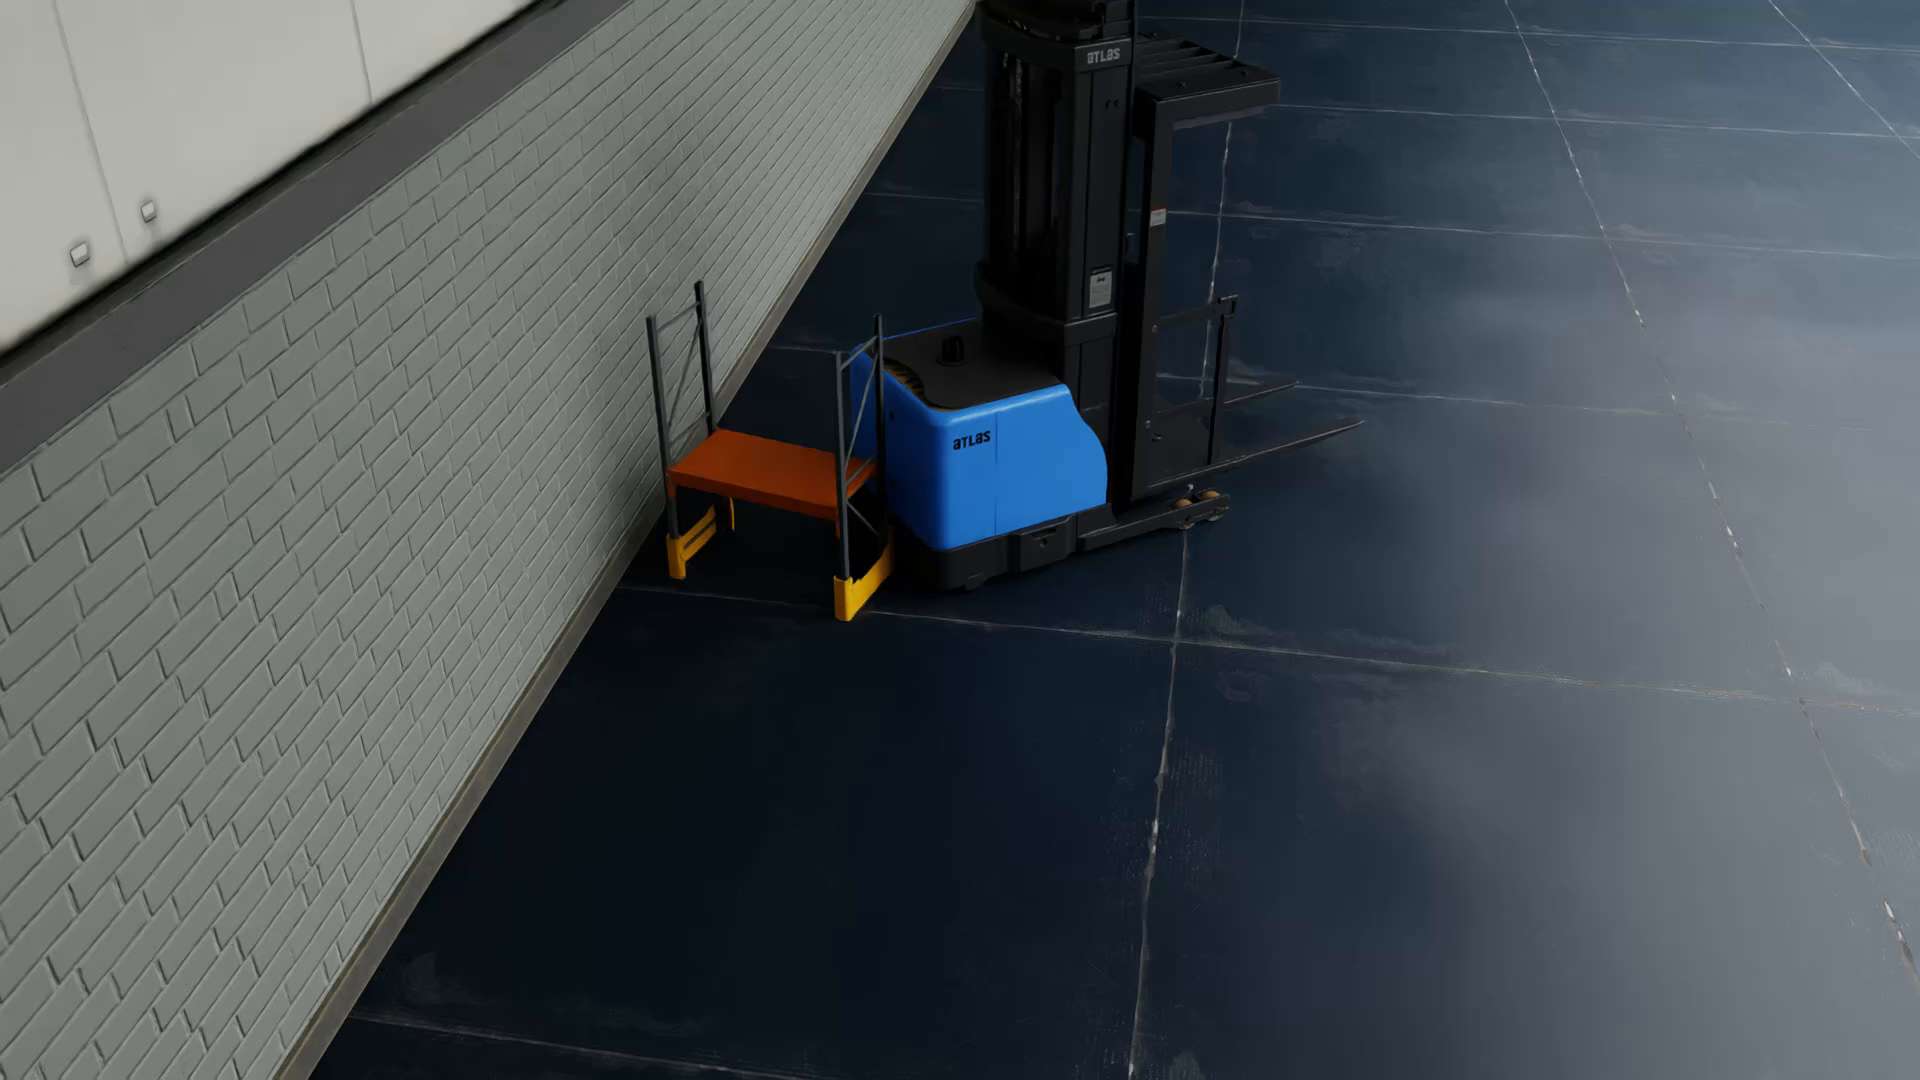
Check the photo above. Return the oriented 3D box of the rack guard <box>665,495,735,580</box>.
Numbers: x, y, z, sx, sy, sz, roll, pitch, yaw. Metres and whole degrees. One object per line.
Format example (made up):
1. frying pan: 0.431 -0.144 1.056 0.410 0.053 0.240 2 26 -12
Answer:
1. rack guard: -1.413 -0.041 9.080 0.087 0.250 0.587 13 34 20

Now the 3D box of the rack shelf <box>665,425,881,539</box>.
1. rack shelf: -0.964 -0.315 8.679 1.000 0.185 0.538 13 34 20

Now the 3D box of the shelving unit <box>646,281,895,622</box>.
1. shelving unit: -0.956 -0.466 8.581 1.083 1.500 0.587 13 34 20

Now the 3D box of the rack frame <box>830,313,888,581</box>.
1. rack frame: -0.497 -0.361 8.413 0.032 1.500 0.500 13 34 20

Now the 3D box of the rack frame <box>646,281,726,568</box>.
1. rack frame: -1.431 -0.575 8.755 0.032 1.500 0.500 13 34 20

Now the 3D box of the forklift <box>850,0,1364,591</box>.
1. forklift: 0.937 -1.530 8.931 3.031 2.935 1.130 -16 36 -24

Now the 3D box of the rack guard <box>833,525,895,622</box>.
1. rack guard: -0.499 0.169 8.745 0.087 0.250 0.587 13 34 20
